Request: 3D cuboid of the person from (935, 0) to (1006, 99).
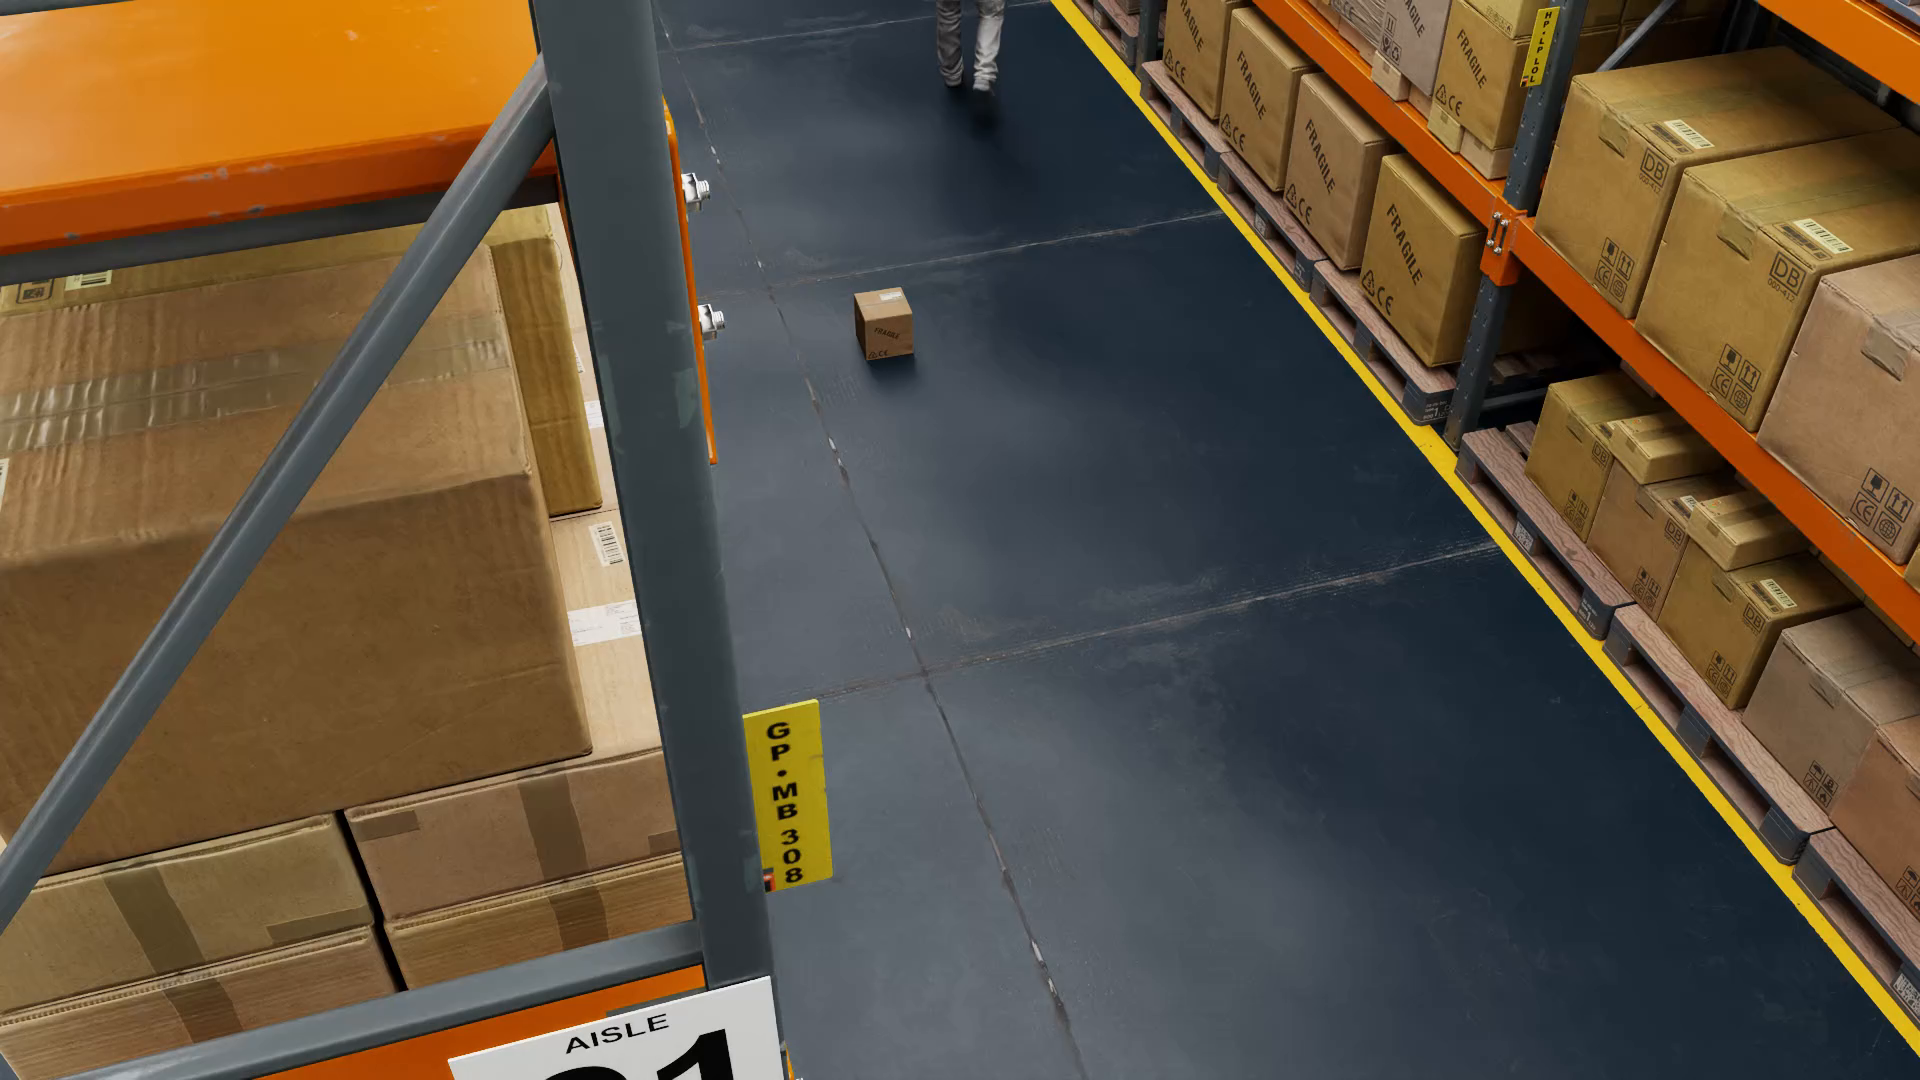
[{"bbox_3d":[0.034,-3.503,10.039,0.572,1.768,0.804,5,42,5],"label":"person"}]
